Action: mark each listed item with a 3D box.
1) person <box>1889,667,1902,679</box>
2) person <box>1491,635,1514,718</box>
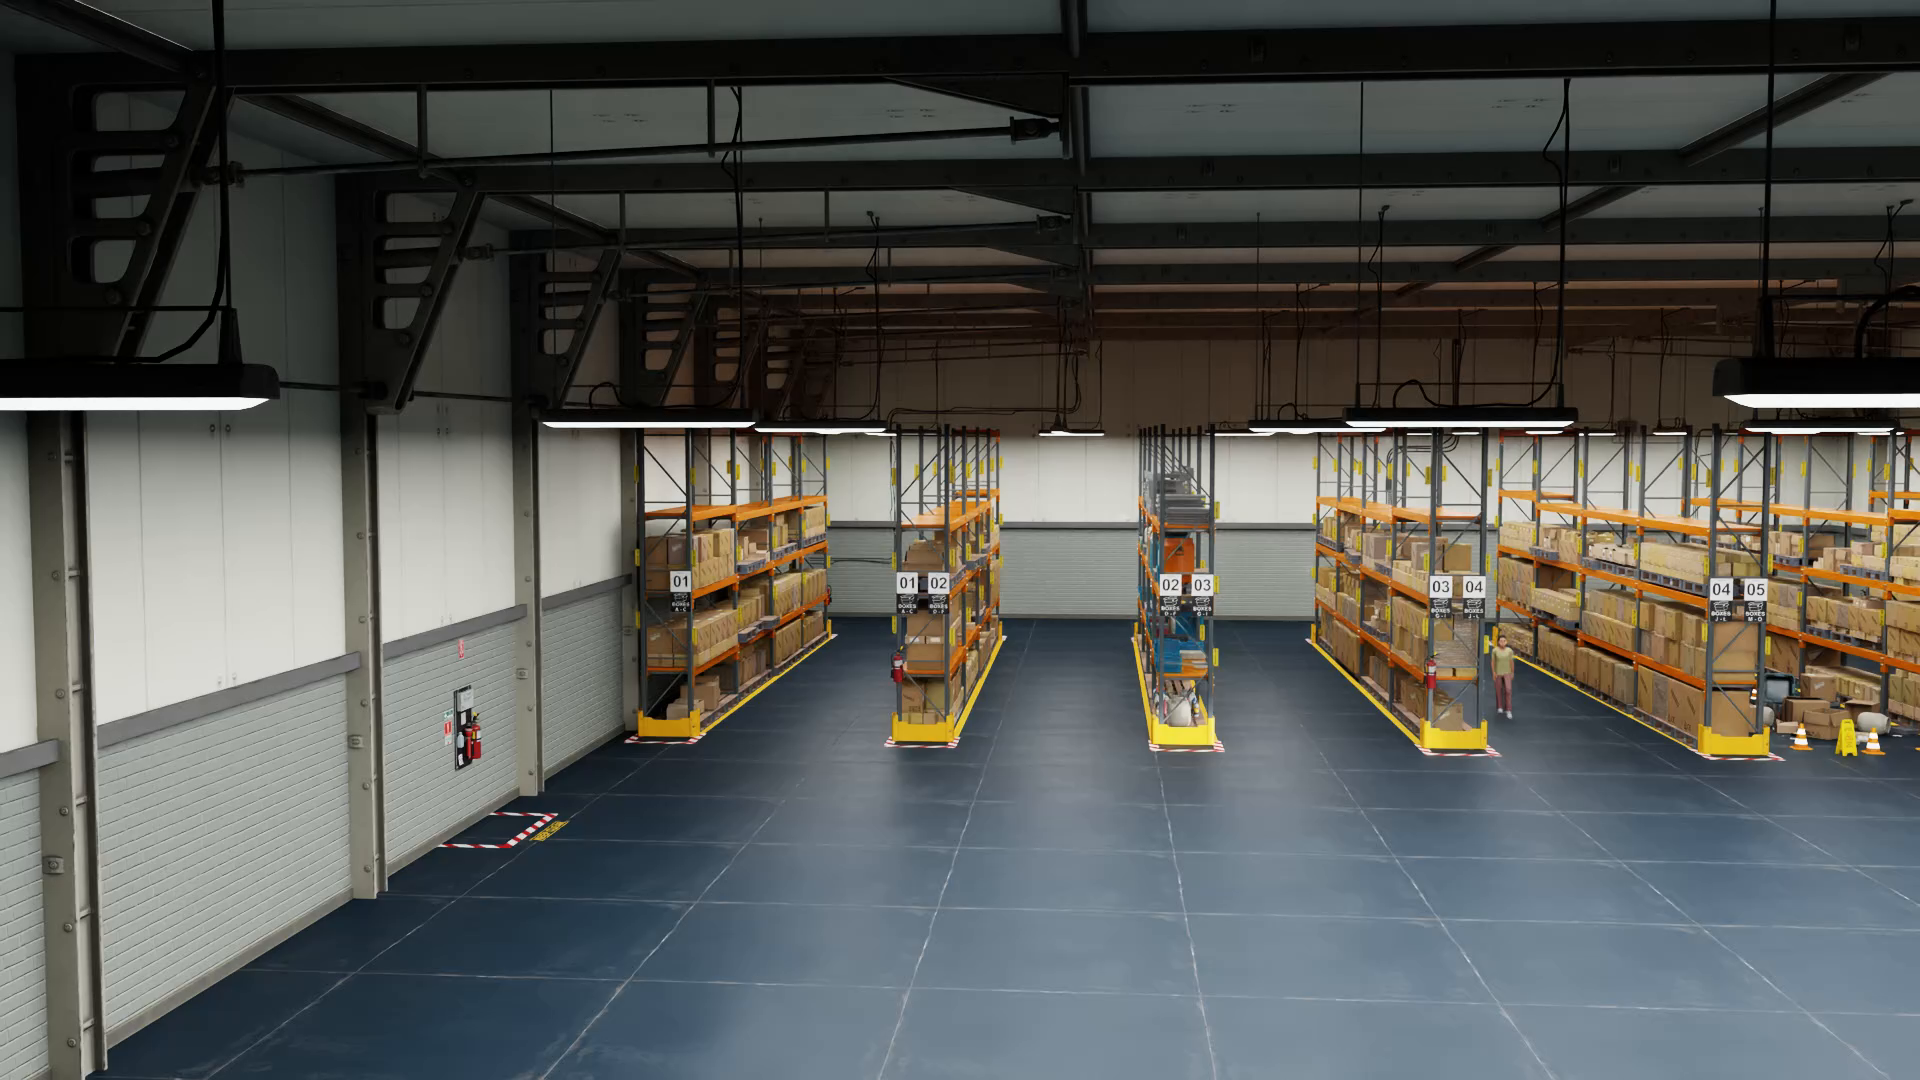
[{"bbox_3d":[22.412,2.512,39.353,0.460,1.713,0.667,0,4,-8],"label":"person"},{"bbox_3d":[11.225,2.797,34.425,0.466,1.664,0.820,1,4,19],"label":"person"}]
